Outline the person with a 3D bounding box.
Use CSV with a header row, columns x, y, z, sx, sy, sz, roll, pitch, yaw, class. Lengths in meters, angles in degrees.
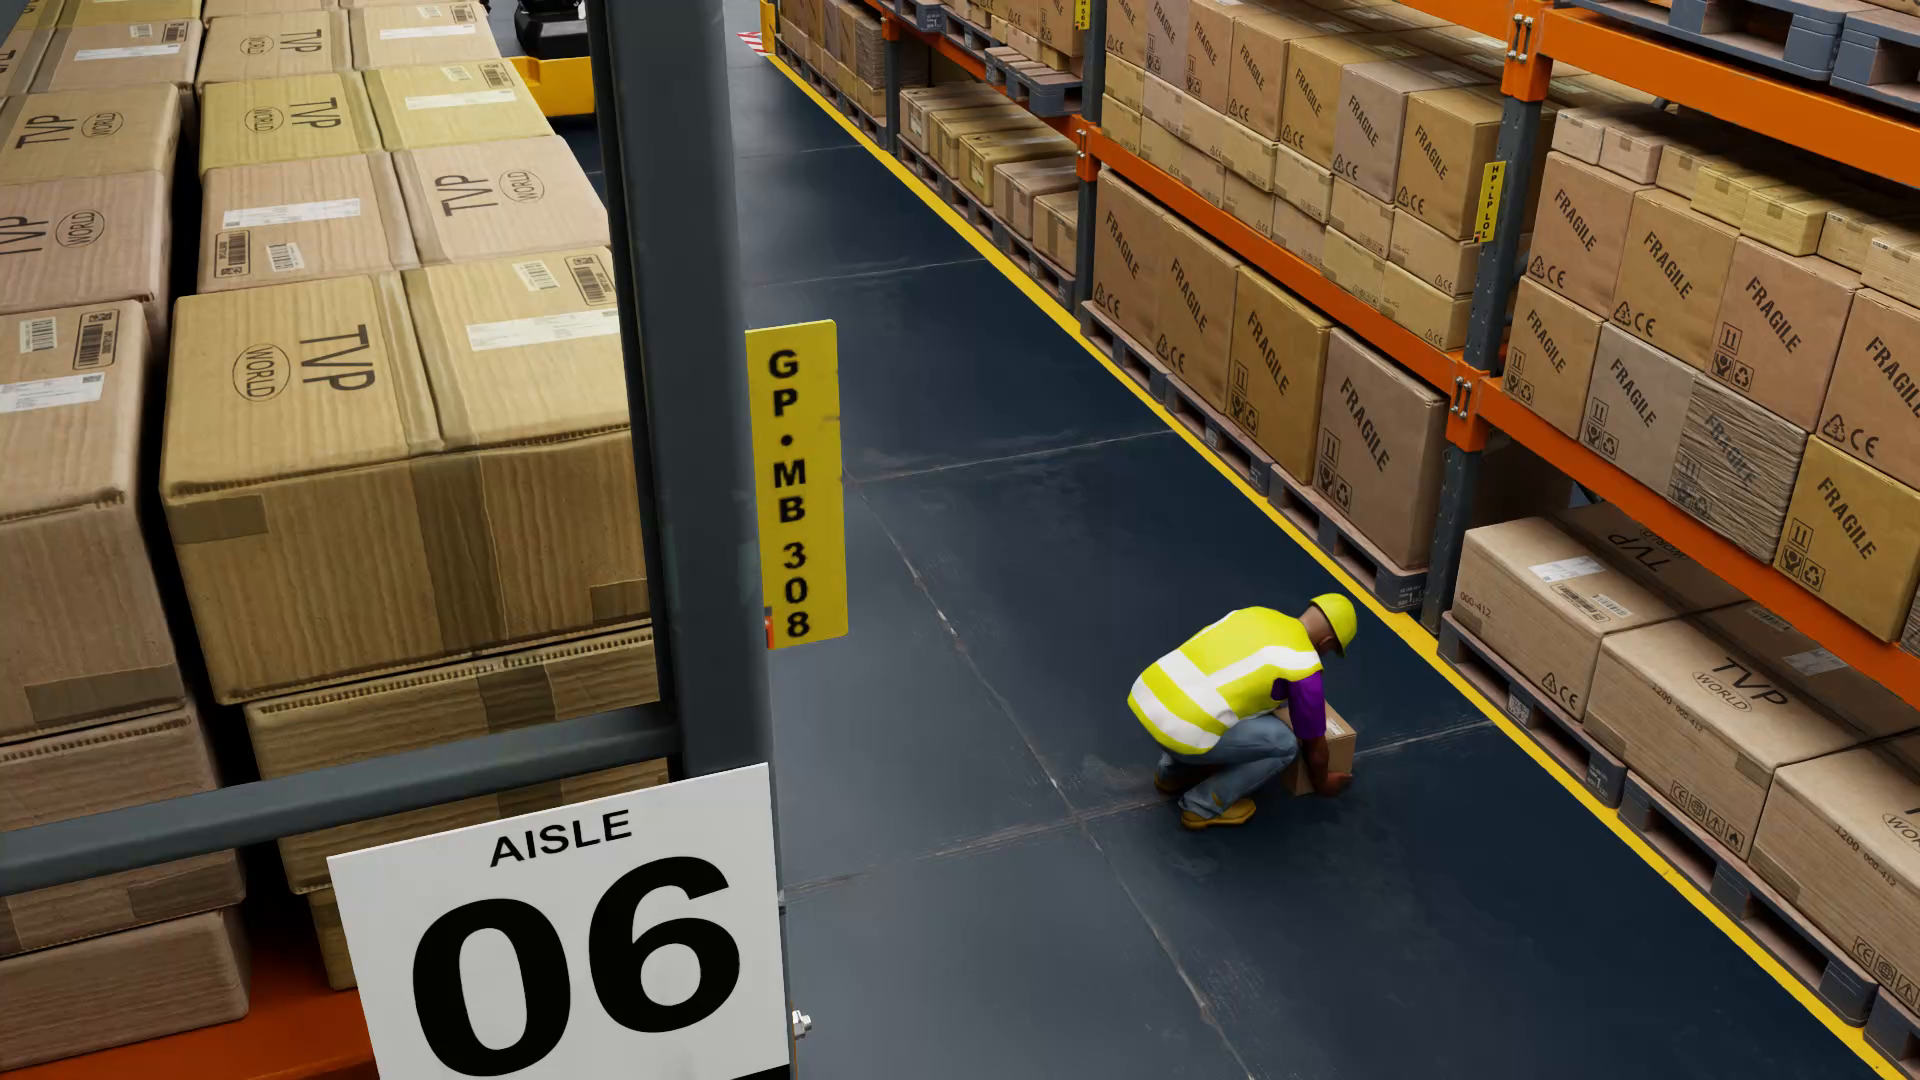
x,y,z,sx,sy,sz,roll,pitch,yaw,class
1.107,0.661,6.478,0.949,0.846,0.532,-11,31,-19,person
